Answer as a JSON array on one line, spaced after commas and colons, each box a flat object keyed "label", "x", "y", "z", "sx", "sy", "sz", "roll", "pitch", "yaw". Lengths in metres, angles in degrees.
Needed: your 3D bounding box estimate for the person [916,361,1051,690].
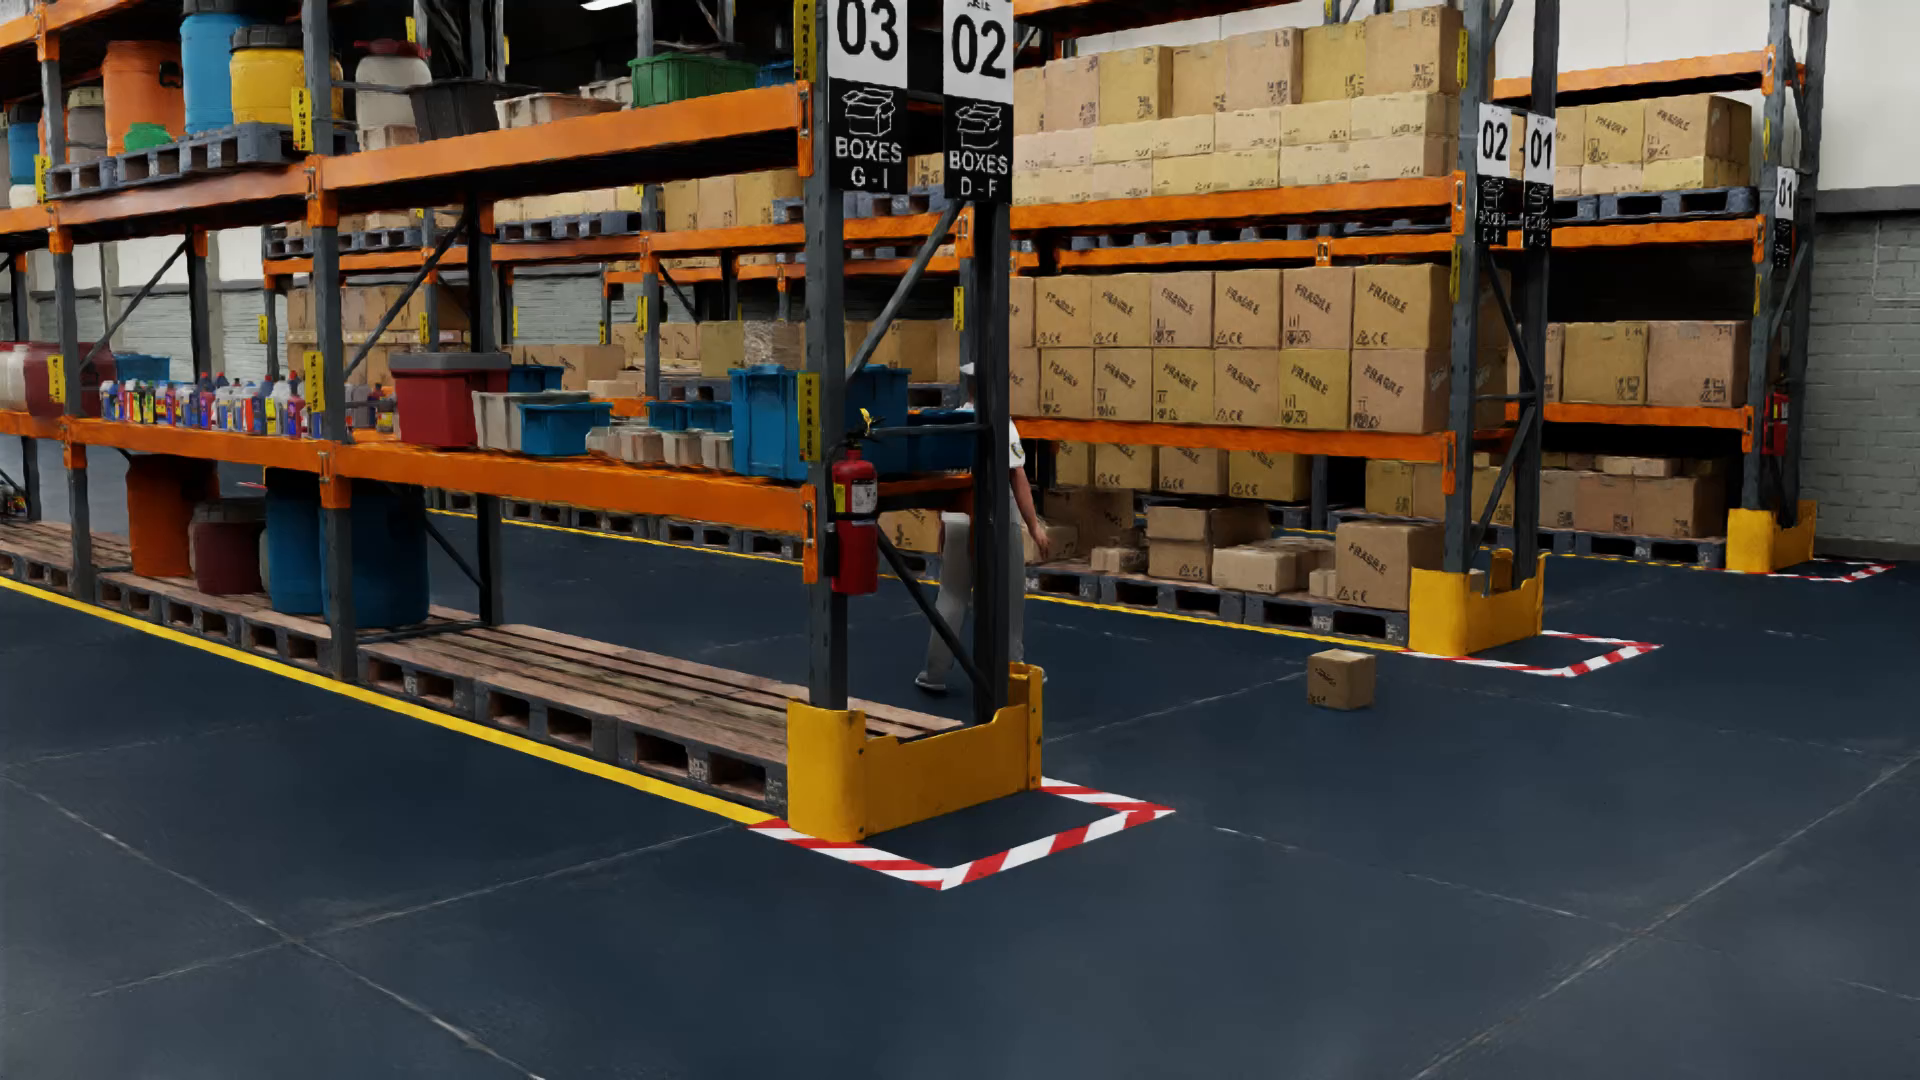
[{"label": "person", "x": 0.161, "y": -0.071, "z": 8.755, "sx": 0.762, "sy": 1.738, "sz": 0.640, "roll": 5, "pitch": 9, "yaw": 36}]
